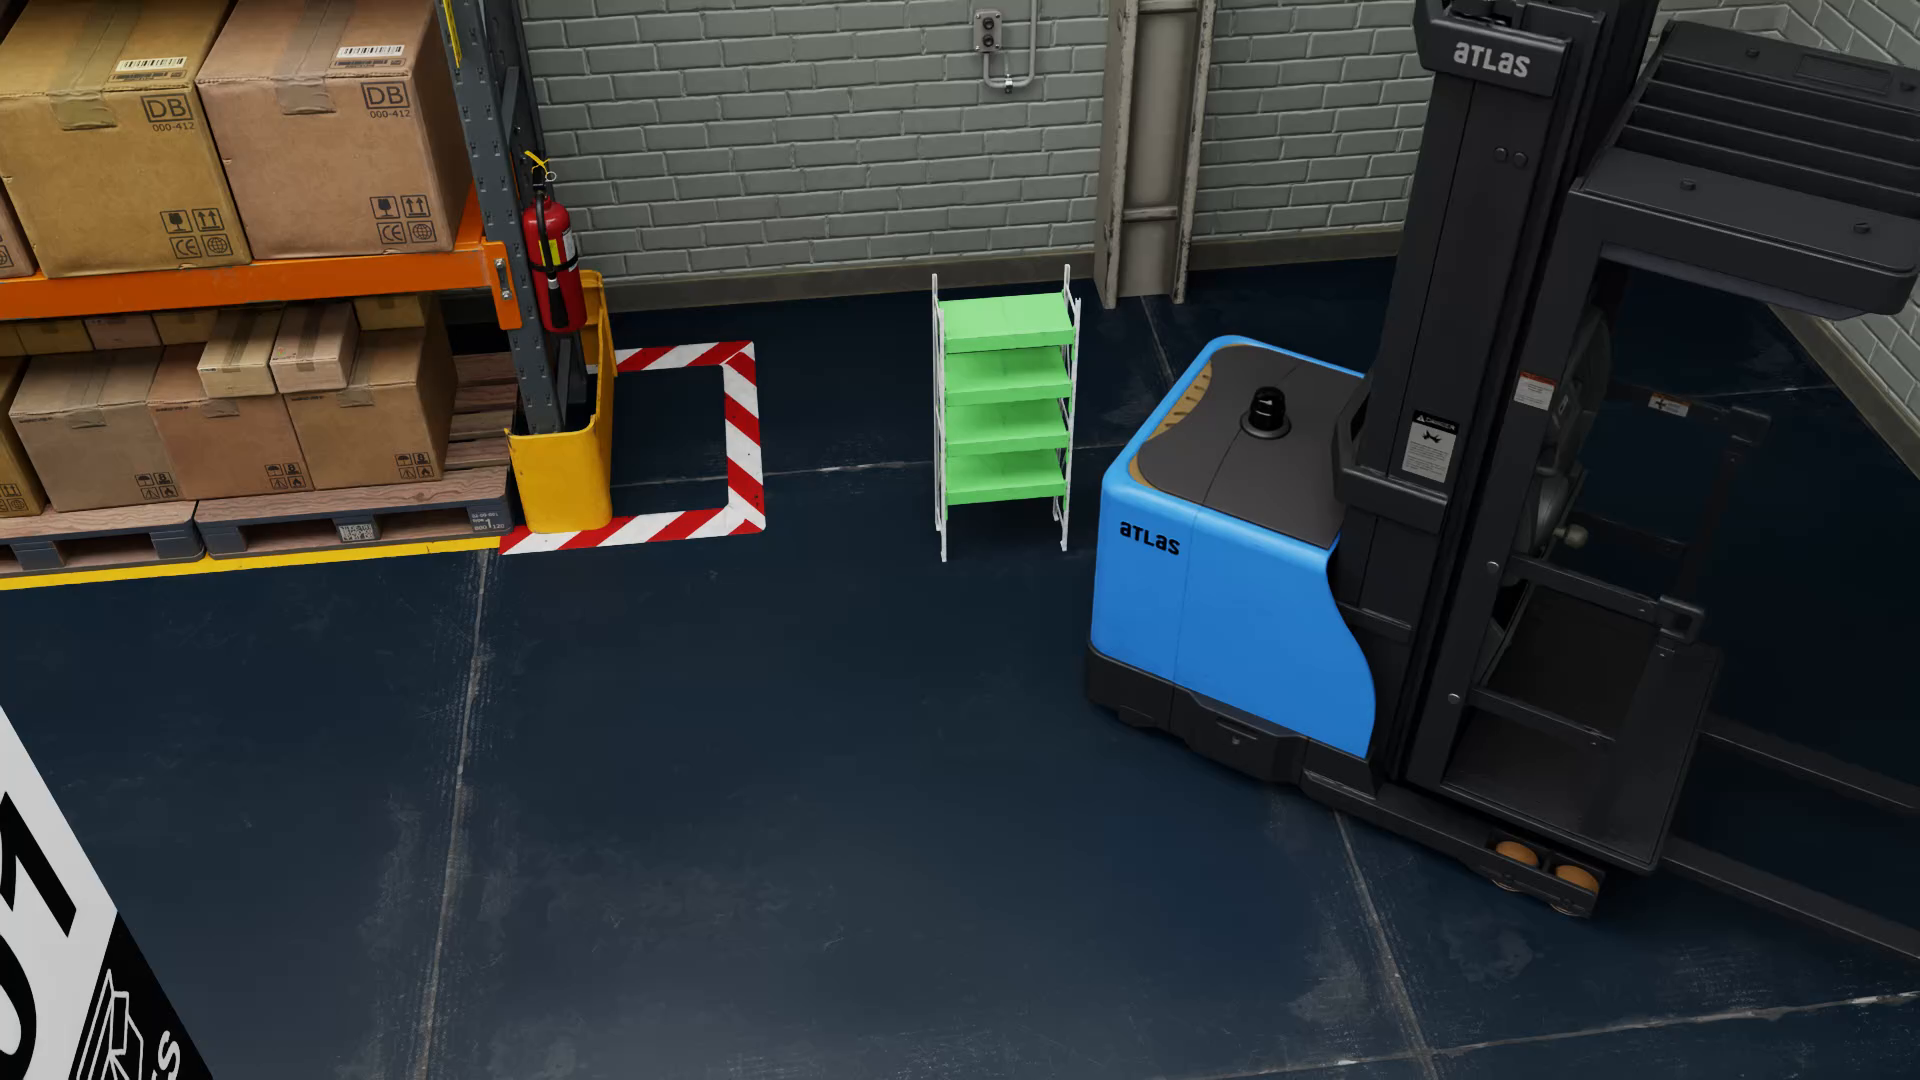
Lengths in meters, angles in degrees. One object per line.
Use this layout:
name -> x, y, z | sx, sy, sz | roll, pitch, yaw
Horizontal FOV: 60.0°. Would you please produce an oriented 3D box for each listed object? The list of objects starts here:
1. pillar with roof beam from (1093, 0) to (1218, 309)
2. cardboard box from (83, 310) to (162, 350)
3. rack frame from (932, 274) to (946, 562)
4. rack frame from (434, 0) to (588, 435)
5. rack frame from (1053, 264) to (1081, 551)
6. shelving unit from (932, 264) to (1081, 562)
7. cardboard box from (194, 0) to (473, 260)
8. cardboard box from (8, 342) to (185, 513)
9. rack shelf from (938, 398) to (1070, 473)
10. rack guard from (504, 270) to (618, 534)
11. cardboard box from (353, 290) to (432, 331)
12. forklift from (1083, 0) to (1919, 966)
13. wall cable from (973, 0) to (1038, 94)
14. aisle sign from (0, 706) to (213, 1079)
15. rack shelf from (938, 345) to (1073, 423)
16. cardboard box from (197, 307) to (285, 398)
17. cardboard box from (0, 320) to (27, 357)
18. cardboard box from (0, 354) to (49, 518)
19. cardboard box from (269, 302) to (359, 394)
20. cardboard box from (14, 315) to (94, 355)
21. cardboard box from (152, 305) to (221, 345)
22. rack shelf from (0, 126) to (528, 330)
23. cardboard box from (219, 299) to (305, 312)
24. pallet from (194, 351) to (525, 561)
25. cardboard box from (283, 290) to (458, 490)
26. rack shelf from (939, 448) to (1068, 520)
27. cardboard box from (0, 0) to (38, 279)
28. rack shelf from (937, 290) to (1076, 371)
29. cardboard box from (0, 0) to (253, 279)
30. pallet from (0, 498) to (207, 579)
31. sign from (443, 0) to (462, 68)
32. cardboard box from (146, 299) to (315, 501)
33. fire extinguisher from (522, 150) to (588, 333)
pillar with roof beam -> 1.427, -1.711, 1.928 | 0.400, 9.000, 9.100 | -5, 42, -6
cardboard box -> -3.282, -0.930, 6.610 | 0.250, 0.149, 0.380 | -4, 42, -5
rack frame -> -0.078, -0.439, 6.341 | 0.015, 1.200, 0.240 | -5, 42, -6
rack frame -> -1.696, -1.533, 6.210 | 0.127, 3.000, 1.000 | -5, 42, -6
rack frame -> 0.406, -0.481, 6.388 | 0.015, 1.200, 0.240 | -5, 42, -6
shelving unit -> 0.164, -0.460, 6.364 | 0.503, 1.200, 0.258 | -5, 42, -6
cardboard box -> -2.200, -1.594, 6.054 | 0.700, 0.700, 0.980 | -3, 42, -4
cardboard box -> -3.372, -0.546, 6.669 | 0.500, 0.500, 0.700 | -6, 42, -7
rack shelf -> 0.164, -0.412, 6.407 | 0.480, 0.148, 0.258 | -5, 42, -6
rack guard -> -1.672, -0.607, 7.050 | 0.348, 0.500, 1.175 | -5, 42, -6
cardboard box -> -2.279, -1.018, 6.708 | 0.250, 0.149, 0.380 | -5, 42, -5
forklift -> 1.983, -0.281, 4.873 | 3.031, 2.935, 1.130 | 21, 46, 22
wall cable -> -0.549, -2.650, 6.690 | 1.851, 1.984, 0.084 | -5, 42, -6
aisle sign -> -1.021, 0.590, 1.916 | 0.004, 0.787, 0.394 | -5, 42, -6
rack shelf -> 0.164, -0.591, 6.246 | 0.480, 0.148, 0.258 | -5, 42, -6
cardboard box -> -2.734, -0.720, 6.377 | 0.250, 0.149, 0.380 | -4, 42, -4
cardboard box -> -3.787, -0.886, 6.561 | 0.250, 0.149, 0.380 | -6, 42, -6
cardboard box -> -3.900, -0.495, 6.612 | 0.500, 0.500, 0.700 | -4, 42, -5
cardboard box -> -2.481, -0.743, 6.402 | 0.250, 0.149, 0.380 | -5, 42, -6
cardboard box -> -3.536, -0.907, 6.585 | 0.250, 0.149, 0.380 | -5, 42, -5
cardboard box -> -3.030, -0.953, 6.635 | 0.250, 0.149, 0.380 | -5, 42, -5
rack shelf -> -3.679, -1.093, 6.259 | 4.000, 0.370, 1.077 | -5, 42, -6
cardboard box -> -2.781, -0.974, 6.659 | 0.250, 0.149, 0.380 | -5, 42, -5
pallet -> -2.479, -0.376, 7.010 | 1.213, 0.211, 1.003 | -5, 42, -6
cardboard box -> -2.377, -0.634, 6.766 | 0.500, 0.500, 0.700 | -5, 42, -6
rack shelf -> 0.164, -0.234, 6.568 | 0.480, 0.148, 0.258 | -5, 42, -6
cardboard box -> -3.678, -1.463, 5.909 | 0.700, 0.700, 0.980 | -7, 43, -8
rack shelf -> 0.164, -0.769, 6.085 | 0.480, 0.148, 0.258 | -5, 42, -6
cardboard box -> -2.920, -1.523, 5.975 | 0.700, 0.700, 0.980 | -5, 42, -6
pallet -> -3.686, -0.273, 6.895 | 1.213, 0.211, 1.003 | -5, 42, -6
sign -> -1.639, -1.690, 5.342 | 0.005, 0.325, 0.100 | -5, 42, -6
cardboard box -> -2.873, -0.590, 6.718 | 0.500, 0.500, 0.700 | -5, 42, -6
fire extinguisher -> -1.487, -1.073, 6.036 | 0.183, 0.674, 0.296 | -5, 42, -6
